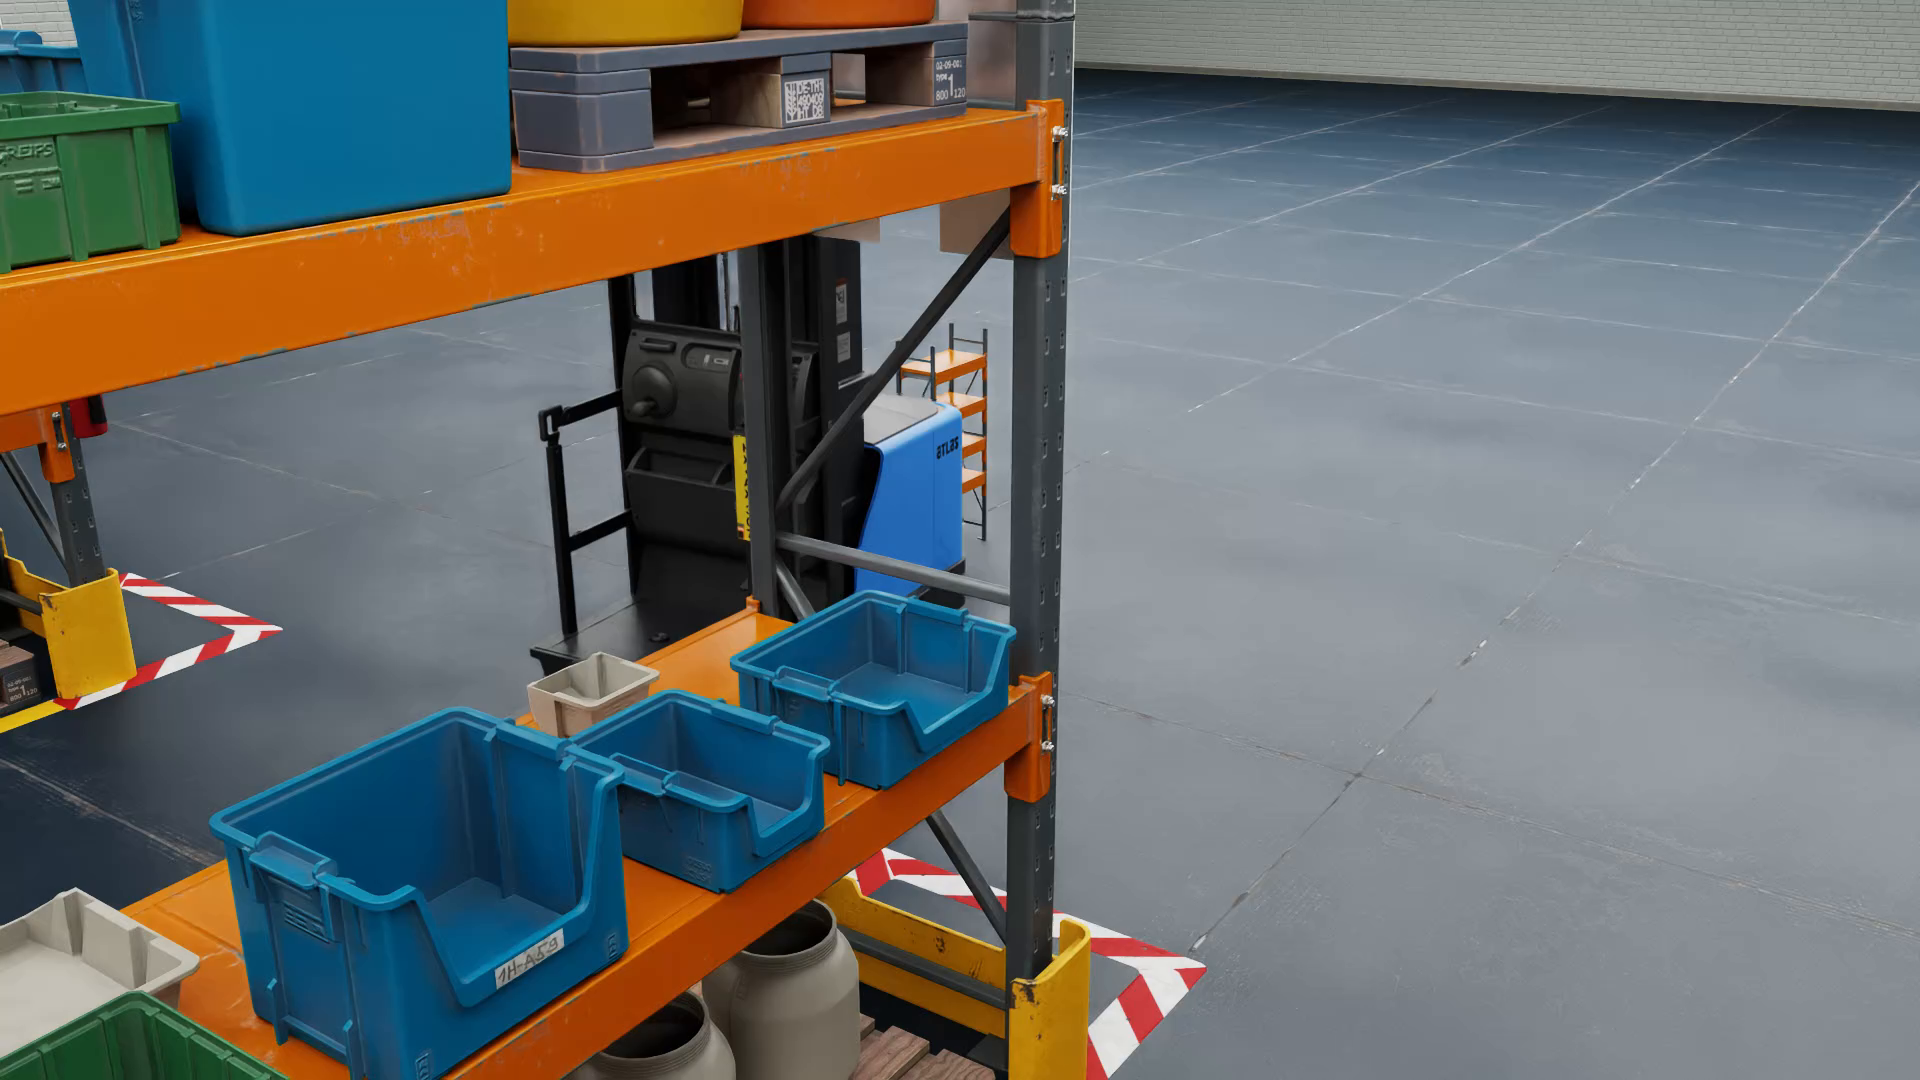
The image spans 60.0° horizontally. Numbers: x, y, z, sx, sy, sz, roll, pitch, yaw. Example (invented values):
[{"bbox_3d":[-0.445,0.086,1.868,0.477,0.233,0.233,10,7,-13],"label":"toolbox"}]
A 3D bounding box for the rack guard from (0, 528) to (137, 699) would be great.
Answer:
[{"bbox_3d":[-4.314,0.317,7.688,1.175,0.500,0.348,13,24,32],"label":"rack guard"}]

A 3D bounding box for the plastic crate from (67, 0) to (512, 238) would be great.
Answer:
[{"bbox_3d":[-0.998,-0.705,2.546,0.392,0.384,0.575,13,24,32],"label":"plastic crate"}]

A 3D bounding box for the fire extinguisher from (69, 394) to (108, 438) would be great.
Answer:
[{"bbox_3d":[-3.826,-0.784,7.172,0.296,0.674,0.183,13,24,32],"label":"fire extinguisher"}]

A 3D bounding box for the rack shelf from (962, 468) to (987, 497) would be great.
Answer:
[{"bbox_3d":[-0.093,-0.266,9.021,0.258,0.148,0.480,13,24,32],"label":"rack shelf"}]

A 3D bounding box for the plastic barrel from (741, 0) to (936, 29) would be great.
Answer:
[{"bbox_3d":[-0.344,-1.552,3.590,0.600,0.830,0.708,13,24,32],"label":"plastic barrel"}]

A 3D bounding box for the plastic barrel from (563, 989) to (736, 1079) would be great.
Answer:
[{"bbox_3d":[-0.764,1.406,4.121,0.421,0.512,0.421,0,20,0],"label":"plastic barrel"}]

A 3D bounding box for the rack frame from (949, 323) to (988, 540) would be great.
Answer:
[{"bbox_3d":[0.044,-0.585,9.118,0.240,1.200,0.015,13,24,32],"label":"rack frame"}]

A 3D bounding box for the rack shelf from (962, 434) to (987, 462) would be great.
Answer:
[{"bbox_3d":[-0.093,-0.452,8.952,0.258,0.148,0.480,13,24,32],"label":"rack shelf"}]

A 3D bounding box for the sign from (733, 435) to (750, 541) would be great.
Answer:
[{"bbox_3d":[-0.628,-0.150,4.947,0.100,0.325,0.005,13,24,32],"label":"sign"}]

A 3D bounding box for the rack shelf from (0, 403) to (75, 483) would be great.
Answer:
[{"bbox_3d":[-5.396,0.034,5.886,1.077,0.370,4.000,13,24,32],"label":"rack shelf"}]

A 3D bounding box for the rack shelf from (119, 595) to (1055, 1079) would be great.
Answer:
[{"bbox_3d":[-1.300,1.000,3.275,1.077,0.370,4.000,13,24,32],"label":"rack shelf"}]

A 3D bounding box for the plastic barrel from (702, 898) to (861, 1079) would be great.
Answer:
[{"bbox_3d":[-0.482,1.262,4.510,0.421,0.512,0.421,0,20,0],"label":"plastic barrel"}]

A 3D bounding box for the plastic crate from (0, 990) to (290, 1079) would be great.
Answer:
[{"bbox_3d":[-1.427,1.001,2.540,0.450,0.188,0.662,13,24,32],"label":"plastic crate"}]

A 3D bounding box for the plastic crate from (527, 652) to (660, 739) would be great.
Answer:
[{"bbox_3d":[-0.945,0.406,4.223,0.298,0.136,0.250,13,24,32],"label":"plastic crate"}]

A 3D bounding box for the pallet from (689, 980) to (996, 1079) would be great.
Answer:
[{"bbox_3d":[-0.640,1.660,4.474,1.003,0.211,1.213,13,24,32],"label":"pallet"}]

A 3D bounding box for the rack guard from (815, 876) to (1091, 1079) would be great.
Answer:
[{"bbox_3d":[-0.179,1.292,5.051,1.175,0.500,0.348,13,24,32],"label":"rack guard"}]

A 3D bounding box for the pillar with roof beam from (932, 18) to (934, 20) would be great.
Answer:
[{"bbox_3d":[2.713,-14.335,35.047,9.100,9.000,0.400,13,24,32],"label":"pillar with roof beam"}]

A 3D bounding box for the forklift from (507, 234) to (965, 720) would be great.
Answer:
[{"bbox_3d":[-1.117,-0.639,6.767,1.130,2.935,3.031,11,23,26],"label":"forklift"}]

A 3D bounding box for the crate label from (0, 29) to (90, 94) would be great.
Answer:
[{"bbox_3d":[-1.501,-0.776,2.929,0.502,0.251,0.408,13,24,32],"label":"crate label"}]

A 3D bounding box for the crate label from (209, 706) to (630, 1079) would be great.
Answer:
[{"bbox_3d":[-0.986,0.653,3.125,0.502,0.435,0.616,13,24,32],"label":"crate label"}]

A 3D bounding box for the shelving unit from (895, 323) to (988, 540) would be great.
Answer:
[{"bbox_3d":[-0.093,-0.515,8.928,0.258,1.200,0.503,13,24,32],"label":"shelving unit"}]

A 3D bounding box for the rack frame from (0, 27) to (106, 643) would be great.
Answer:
[{"bbox_3d":[-4.272,-0.877,7.313,1.000,3.000,0.127,13,24,32],"label":"rack frame"}]

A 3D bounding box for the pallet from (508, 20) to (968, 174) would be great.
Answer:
[{"bbox_3d":[-0.721,-1.011,3.624,1.003,0.211,1.213,13,24,32],"label":"pallet"}]

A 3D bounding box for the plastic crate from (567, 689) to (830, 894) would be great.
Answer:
[{"bbox_3d":[-0.579,0.546,3.681,0.499,0.251,0.408,13,24,32],"label":"plastic crate"}]

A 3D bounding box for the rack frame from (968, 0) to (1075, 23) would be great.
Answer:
[{"bbox_3d":[-0.175,-2.725,3.661,1.000,3.000,0.127,13,24,32],"label":"rack frame"}]

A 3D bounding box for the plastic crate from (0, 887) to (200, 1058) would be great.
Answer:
[{"bbox_3d":[-1.721,0.845,3.038,0.530,0.136,0.437,13,24,32],"label":"plastic crate"}]

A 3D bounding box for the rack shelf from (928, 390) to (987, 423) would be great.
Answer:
[{"bbox_3d":[-0.093,-0.662,8.874,0.258,0.148,0.480,13,24,32],"label":"rack shelf"}]

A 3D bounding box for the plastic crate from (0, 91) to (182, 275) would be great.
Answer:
[{"bbox_3d":[-1.312,-0.471,2.196,0.336,0.188,0.450,13,24,32],"label":"plastic crate"}]

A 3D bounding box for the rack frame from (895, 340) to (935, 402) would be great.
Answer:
[{"bbox_3d":[-0.230,-0.445,8.739,0.240,1.200,0.015,13,24,32],"label":"rack frame"}]

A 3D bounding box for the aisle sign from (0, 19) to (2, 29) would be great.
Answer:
[{"bbox_3d":[-3.989,-2.056,6.752,0.394,0.787,0.004,13,24,32],"label":"aisle sign"}]

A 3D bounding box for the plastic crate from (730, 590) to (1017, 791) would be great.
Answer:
[{"bbox_3d":[-0.209,0.360,4.181,0.499,0.251,0.616,13,24,32],"label":"plastic crate"}]

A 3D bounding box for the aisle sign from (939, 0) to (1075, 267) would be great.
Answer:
[{"bbox_3d":[0.111,-1.093,4.150,0.394,0.787,0.004,13,24,32],"label":"aisle sign"}]

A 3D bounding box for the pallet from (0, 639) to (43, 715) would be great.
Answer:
[{"bbox_3d":[-4.800,0.679,7.126,1.003,0.211,1.213,13,24,32],"label":"pallet"}]

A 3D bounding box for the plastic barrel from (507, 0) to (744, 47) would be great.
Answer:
[{"bbox_3d":[-0.711,-1.252,3.124,0.600,0.588,0.600,0,20,0],"label":"plastic barrel"}]

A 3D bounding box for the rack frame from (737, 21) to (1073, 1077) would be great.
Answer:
[{"bbox_3d":[-0.175,0.089,4.702,1.000,3.000,0.127,13,24,32],"label":"rack frame"}]

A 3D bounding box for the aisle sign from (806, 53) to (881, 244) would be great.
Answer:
[{"bbox_3d":[-0.377,-1.208,4.461,0.394,0.787,0.004,13,24,32],"label":"aisle sign"}]

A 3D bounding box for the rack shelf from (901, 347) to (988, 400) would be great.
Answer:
[{"bbox_3d":[-0.093,-0.884,8.792,0.258,0.148,0.480,13,24,32],"label":"rack shelf"}]

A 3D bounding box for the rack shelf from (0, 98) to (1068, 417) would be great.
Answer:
[{"bbox_3d":[-1.300,-0.407,2.755,1.077,0.370,4.000,13,24,32],"label":"rack shelf"}]
